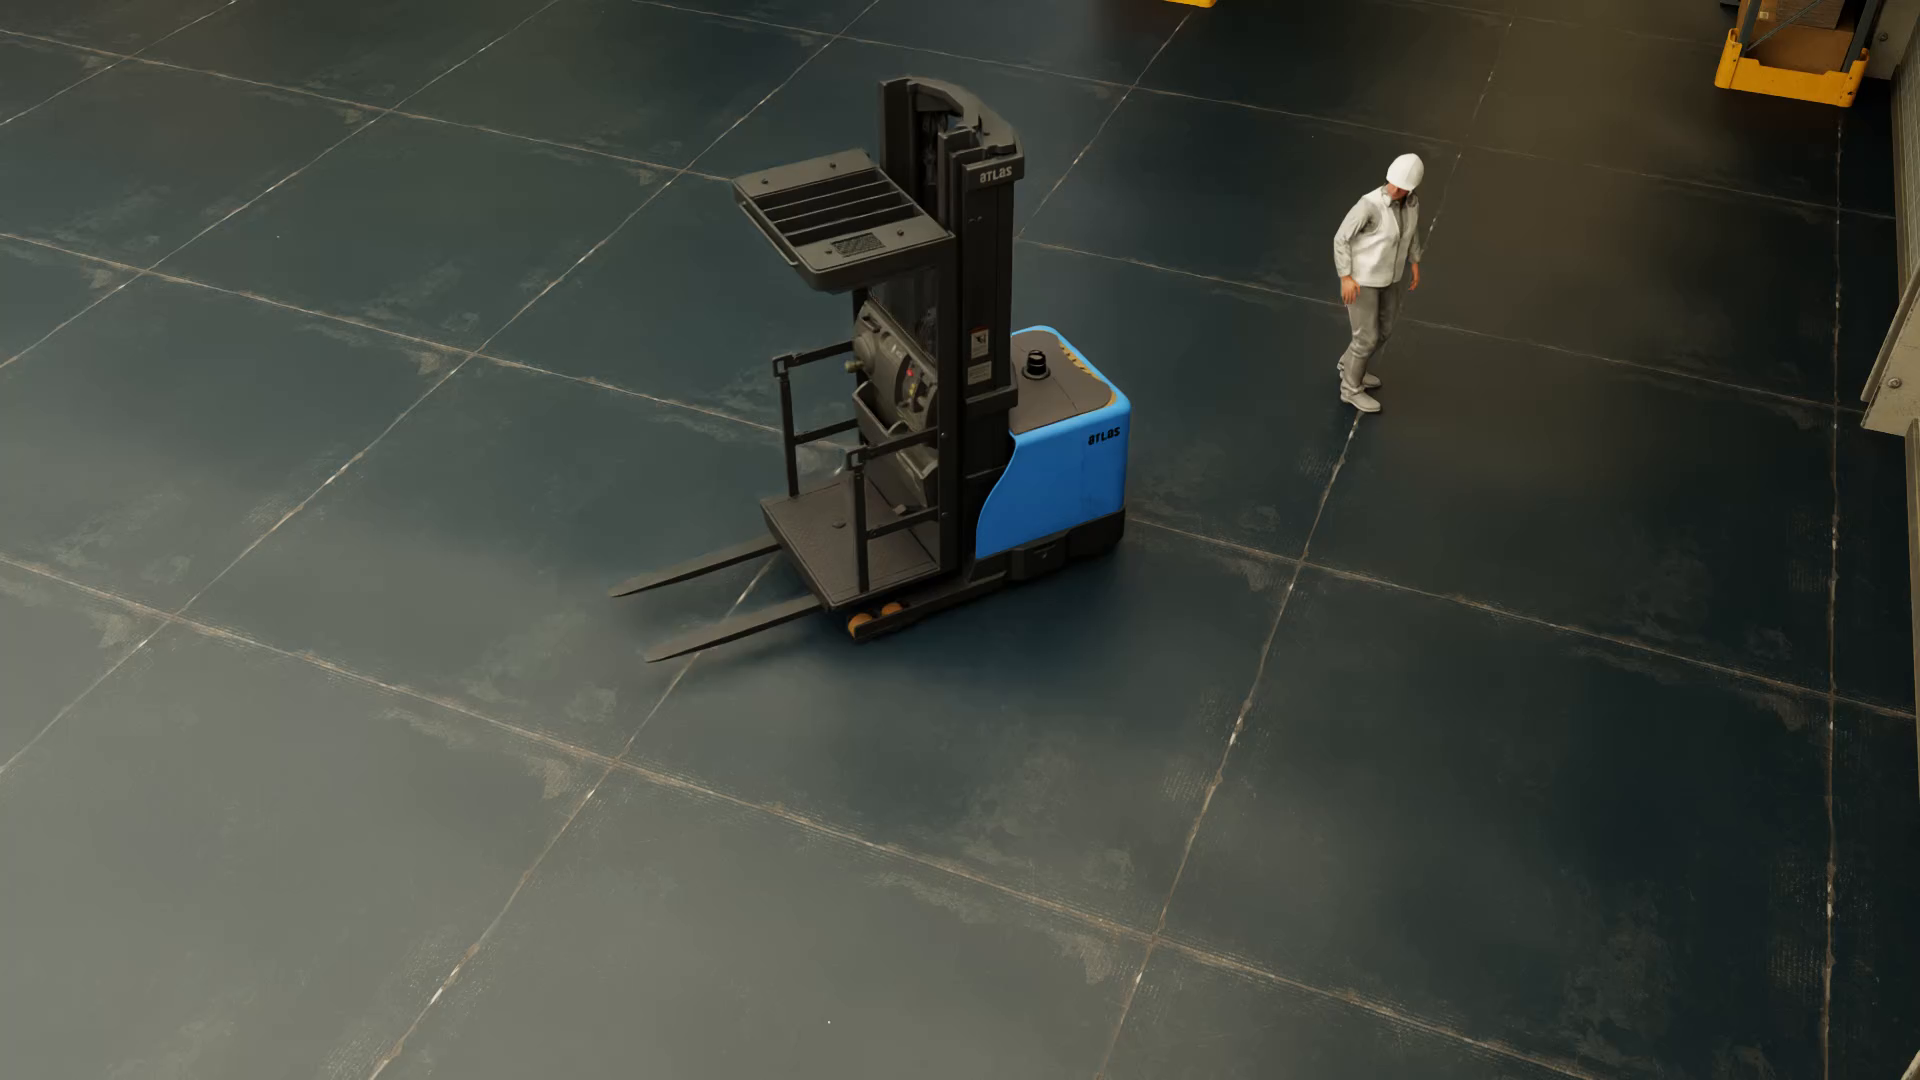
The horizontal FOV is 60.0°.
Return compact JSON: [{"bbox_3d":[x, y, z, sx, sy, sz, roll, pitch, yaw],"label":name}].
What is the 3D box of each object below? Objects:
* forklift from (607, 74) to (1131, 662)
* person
[{"bbox_3d":[-0.543,-0.926,9.112,3.031,2.935,1.130,-19,43,-21],"label":"forklift"},{"bbox_3d":[2.805,-1.718,10.985,0.733,1.745,0.516,-29,48,-30],"label":"person"}]
